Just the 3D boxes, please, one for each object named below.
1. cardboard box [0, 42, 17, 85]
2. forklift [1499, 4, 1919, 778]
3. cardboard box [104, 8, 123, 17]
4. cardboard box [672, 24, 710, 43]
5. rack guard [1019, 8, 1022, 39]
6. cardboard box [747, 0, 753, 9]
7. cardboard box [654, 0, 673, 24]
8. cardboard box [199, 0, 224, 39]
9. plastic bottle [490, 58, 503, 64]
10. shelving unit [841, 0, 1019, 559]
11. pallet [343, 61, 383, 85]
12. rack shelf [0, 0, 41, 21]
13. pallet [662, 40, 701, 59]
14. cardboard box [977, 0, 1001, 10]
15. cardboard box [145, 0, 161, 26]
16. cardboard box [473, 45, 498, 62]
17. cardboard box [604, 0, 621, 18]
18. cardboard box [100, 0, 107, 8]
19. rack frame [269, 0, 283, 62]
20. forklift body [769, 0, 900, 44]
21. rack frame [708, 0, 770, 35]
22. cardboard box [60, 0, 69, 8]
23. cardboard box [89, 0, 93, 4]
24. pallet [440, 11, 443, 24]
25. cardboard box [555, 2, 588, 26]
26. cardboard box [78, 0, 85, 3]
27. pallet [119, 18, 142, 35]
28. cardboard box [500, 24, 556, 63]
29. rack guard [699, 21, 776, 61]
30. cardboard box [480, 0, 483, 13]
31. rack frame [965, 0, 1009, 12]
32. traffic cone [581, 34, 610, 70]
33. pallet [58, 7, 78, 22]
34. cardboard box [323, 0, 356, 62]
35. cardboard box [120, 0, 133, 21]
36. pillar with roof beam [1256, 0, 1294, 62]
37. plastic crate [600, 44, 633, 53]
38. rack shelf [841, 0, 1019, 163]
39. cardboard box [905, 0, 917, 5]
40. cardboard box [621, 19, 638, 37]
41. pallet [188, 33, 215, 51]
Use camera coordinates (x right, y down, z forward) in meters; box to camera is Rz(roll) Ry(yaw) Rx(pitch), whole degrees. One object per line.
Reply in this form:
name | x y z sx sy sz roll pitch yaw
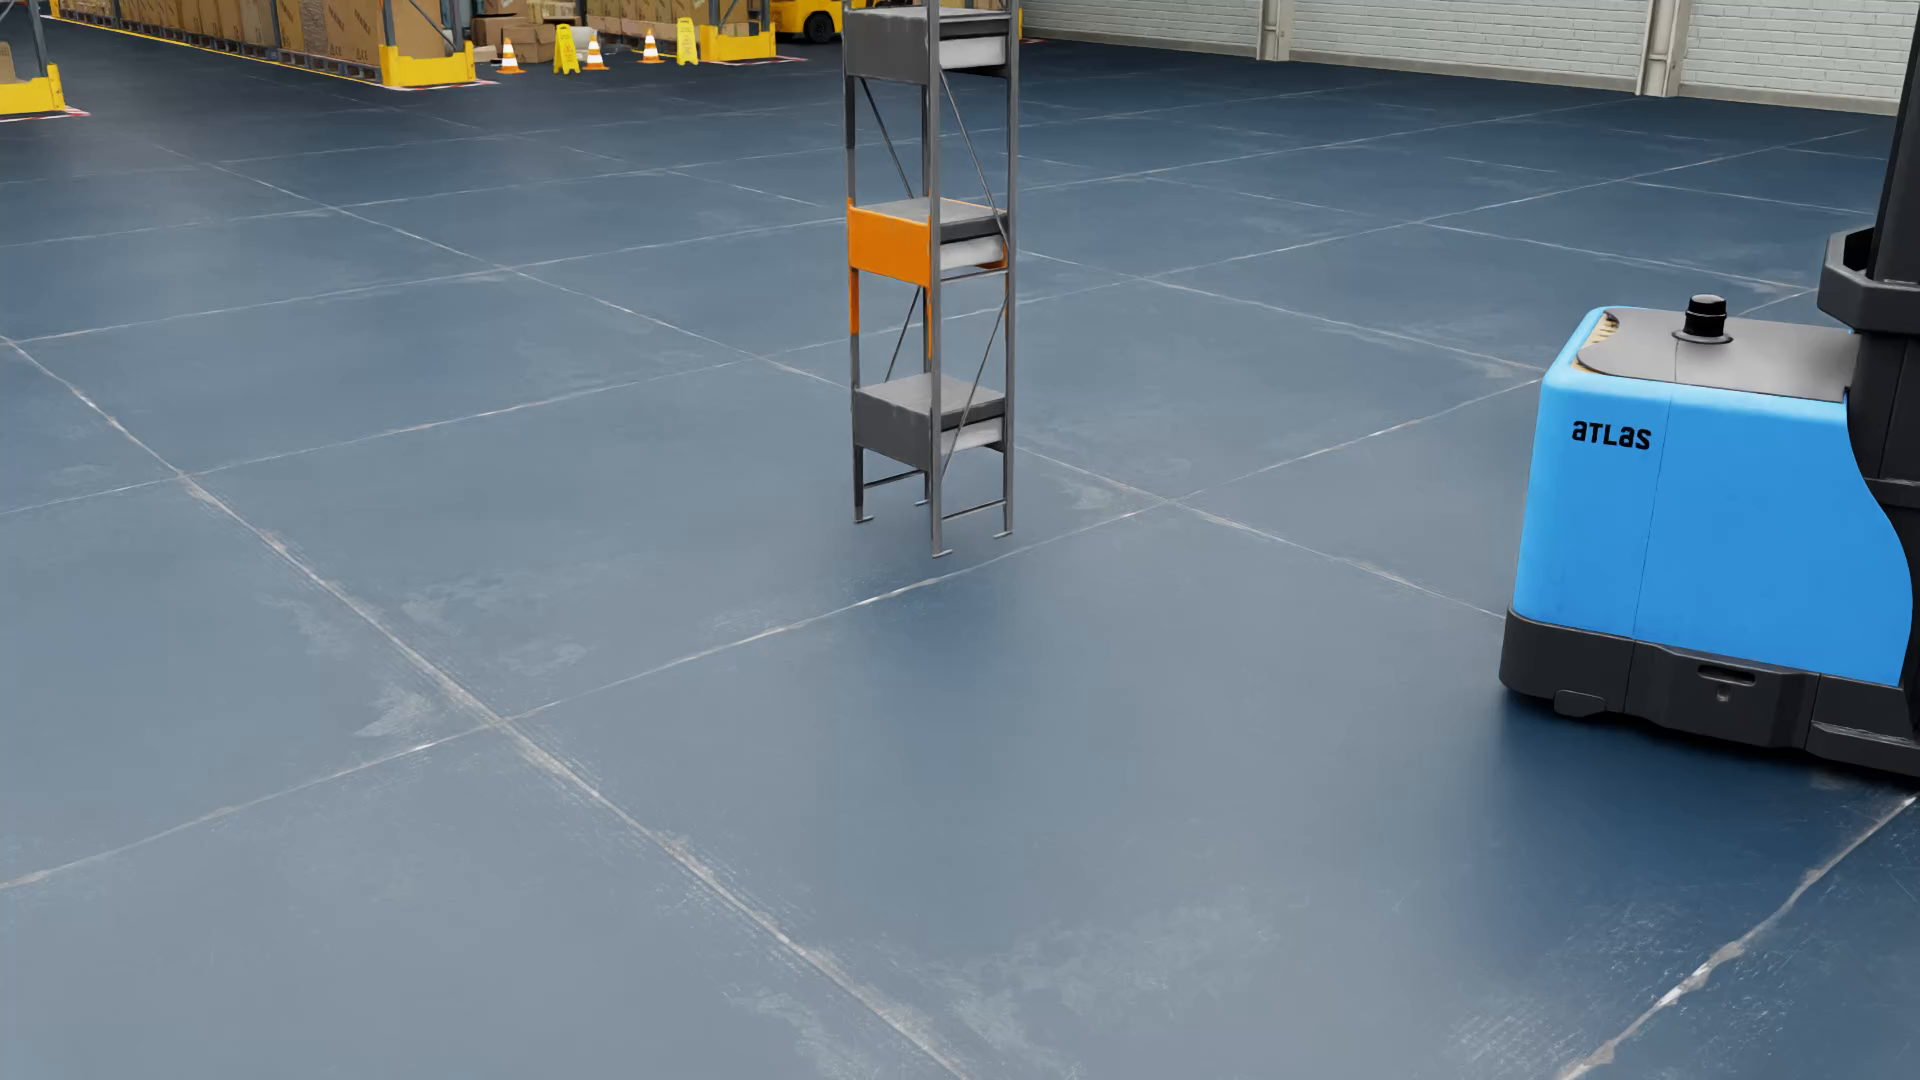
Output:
cardboard box | -11.162 -5.437 19.103 0.500 0.500 0.500 -12 24 -28
forklift | 3.228 -0.759 4.402 3.031 2.935 1.130 11 24 25
cardboard box | -15.291 -9.592 30.195 0.380 0.149 0.250 -17 27 -37
cardboard box | -4.007 -7.669 25.145 0.500 0.250 0.500 -18 27 -38
rack guard | 0.514 -8.600 27.755 1.175 0.500 0.348 -17 27 -37
cardboard box | -3.894 -10.716 32.411 0.875 0.625 0.625 -16 27 -36
cardboard box | -4.323 -8.155 25.358 0.500 0.500 0.500 -16 27 -36
cardboard box | -11.263 -8.309 26.095 1.050 0.750 0.750 -17 27 -37
plastic bottle | -6.730 -6.963 24.178 0.283 0.061 0.133 12 24 27
shelving unit | -0.108 -1.023 6.218 0.431 2.100 0.503 -17 27 -37
pallet | -7.525 -6.285 22.242 1.003 0.211 1.213 -17 27 -37
rack shelf | -12.072 -6.446 19.815 1.077 0.370 4.000 -17 27 -37
pallet | -3.813 -7.543 25.453 1.003 0.211 1.213 -17 27 -37
cardboard box | 0.349 -9.098 28.108 0.500 0.250 0.500 -17 27 -36
cardboard box | -13.487 -9.029 28.276 0.500 0.500 0.500 -19 28 -40
cardboard box | -7.037 -7.177 24.444 0.396 0.266 0.258 -12 25 -28
cardboard box | -5.331 -8.585 26.456 0.500 0.500 0.500 -16 27 -35
cardboard box | -15.409 -9.787 30.283 0.380 0.149 0.250 -19 28 -40
rack frame | -9.554 -8.487 24.038 1.000 3.000 0.127 -17 27 -37
forklift body | -2.121 -9.465 27.700 2.313 2.155 1.214 -17 27 -37
rack frame | -3.259 -8.588 24.297 1.000 3.000 0.127 -17 27 -37
cardboard box | -17.288 -10.449 32.382 0.380 0.149 0.250 -17 27 -36
cardboard box | -16.027 -10.094 31.067 0.380 0.149 0.250 -19 28 -40
pallet | -9.731 -10.072 31.911 1.003 0.211 1.213 -17 27 -37
cardboard box | -6.215 -8.809 27.889 0.950 0.372 0.625 -17 27 -37
cardboard box | -16.547 -10.320 31.644 0.380 0.149 0.250 -19 28 -40
pallet | -14.267 -9.184 29.642 1.003 0.211 1.213 -17 27 -37
cardboard box | -6.324 -7.308 24.452 0.637 0.503 0.797 3 22 9
rack guard | -3.309 -7.445 24.806 1.175 0.500 0.348 -17 27 -37
cardboard box | -8.120 -9.611 29.938 0.950 0.372 0.625 -20 29 -41
rack frame | 0.499 -9.770 27.316 1.000 3.000 0.127 -17 27 -37
traffic cone | -5.136 -6.860 23.364 0.336 0.463 0.334 -17 27 -37
pallet | -16.834 -10.250 32.364 1.003 0.211 1.213 -17 27 -37
cardboard box | -8.012 -7.002 22.585 0.875 0.875 0.875 -18 28 -38
cardboard box | -14.495 -9.461 29.378 0.500 0.500 0.500 -16 27 -35
pillar with roof beam | 1.382 -10.288 20.412 9.100 9.000 0.400 -17 27 -37
plastic crate | -5.467 -7.704 26.045 0.583 0.080 0.402 12 24 27
rack shelf | -0.108 -1.663 5.968 0.431 0.518 0.480 -17 27 -37
cardboard box | -0.728 -9.257 28.515 0.500 0.250 0.500 -18 28 -39
cardboard box | -4.985 -8.090 26.221 0.500 0.250 0.500 -18 28 -38
pallet | -11.708 -8.057 26.767 1.003 0.211 1.213 -17 27 -37
